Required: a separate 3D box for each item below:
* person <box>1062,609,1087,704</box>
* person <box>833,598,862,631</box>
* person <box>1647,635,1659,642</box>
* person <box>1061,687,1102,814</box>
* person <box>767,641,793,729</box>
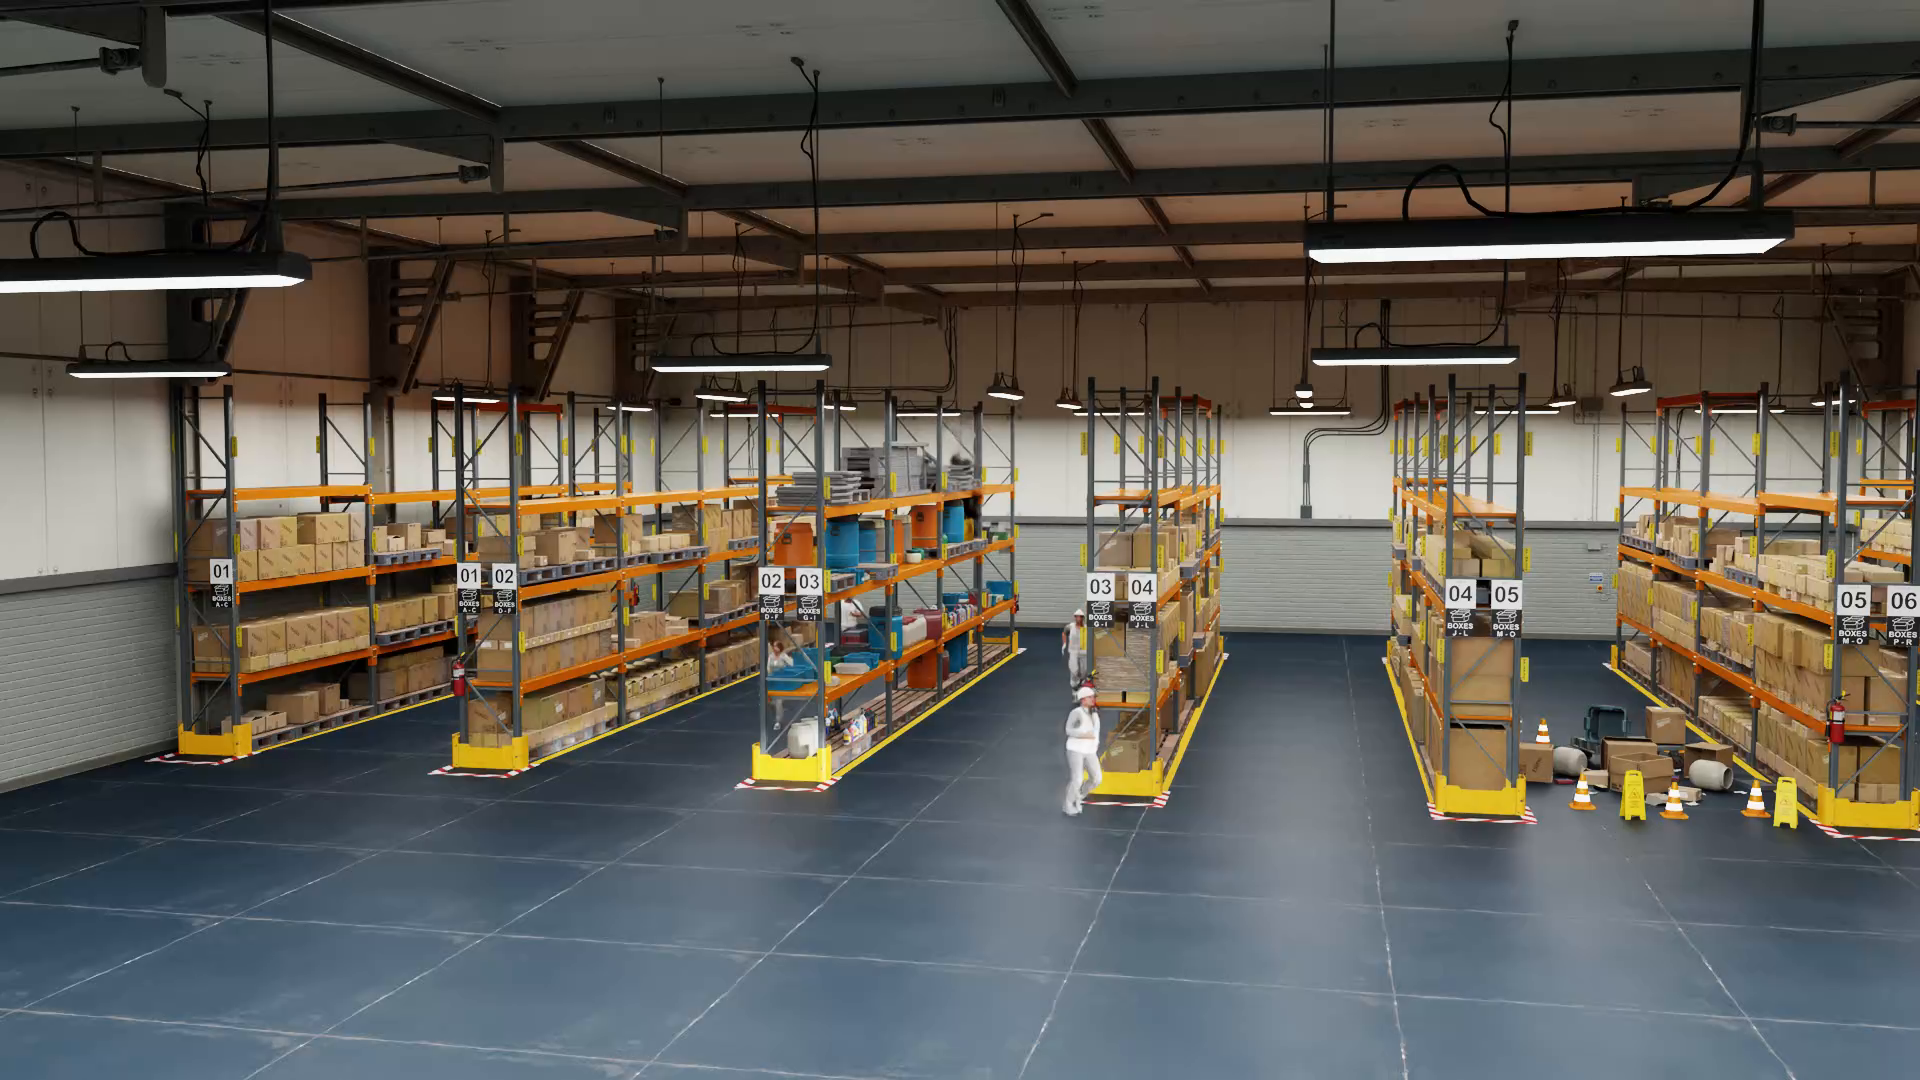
[{"bbox_3d":[2.325,2.277,32.636,0.642,1.844,0.876,0,3,1],"label":"person"},{"bbox_3d":[-2.571,1.992,38.059,0.673,1.827,0.770,0,3,-3],"label":"person"},{"bbox_3d":[16.134,2.026,38.653,0.727,1.639,0.531,-2,4,-35],"label":"person"},{"bbox_3d":[1.730,2.871,22.601,0.670,1.737,0.631,-2,4,-38],"label":"person"},{"bbox_3d":[-3.211,2.569,29.649,0.559,1.575,0.539,1,3,13],"label":"person"}]
